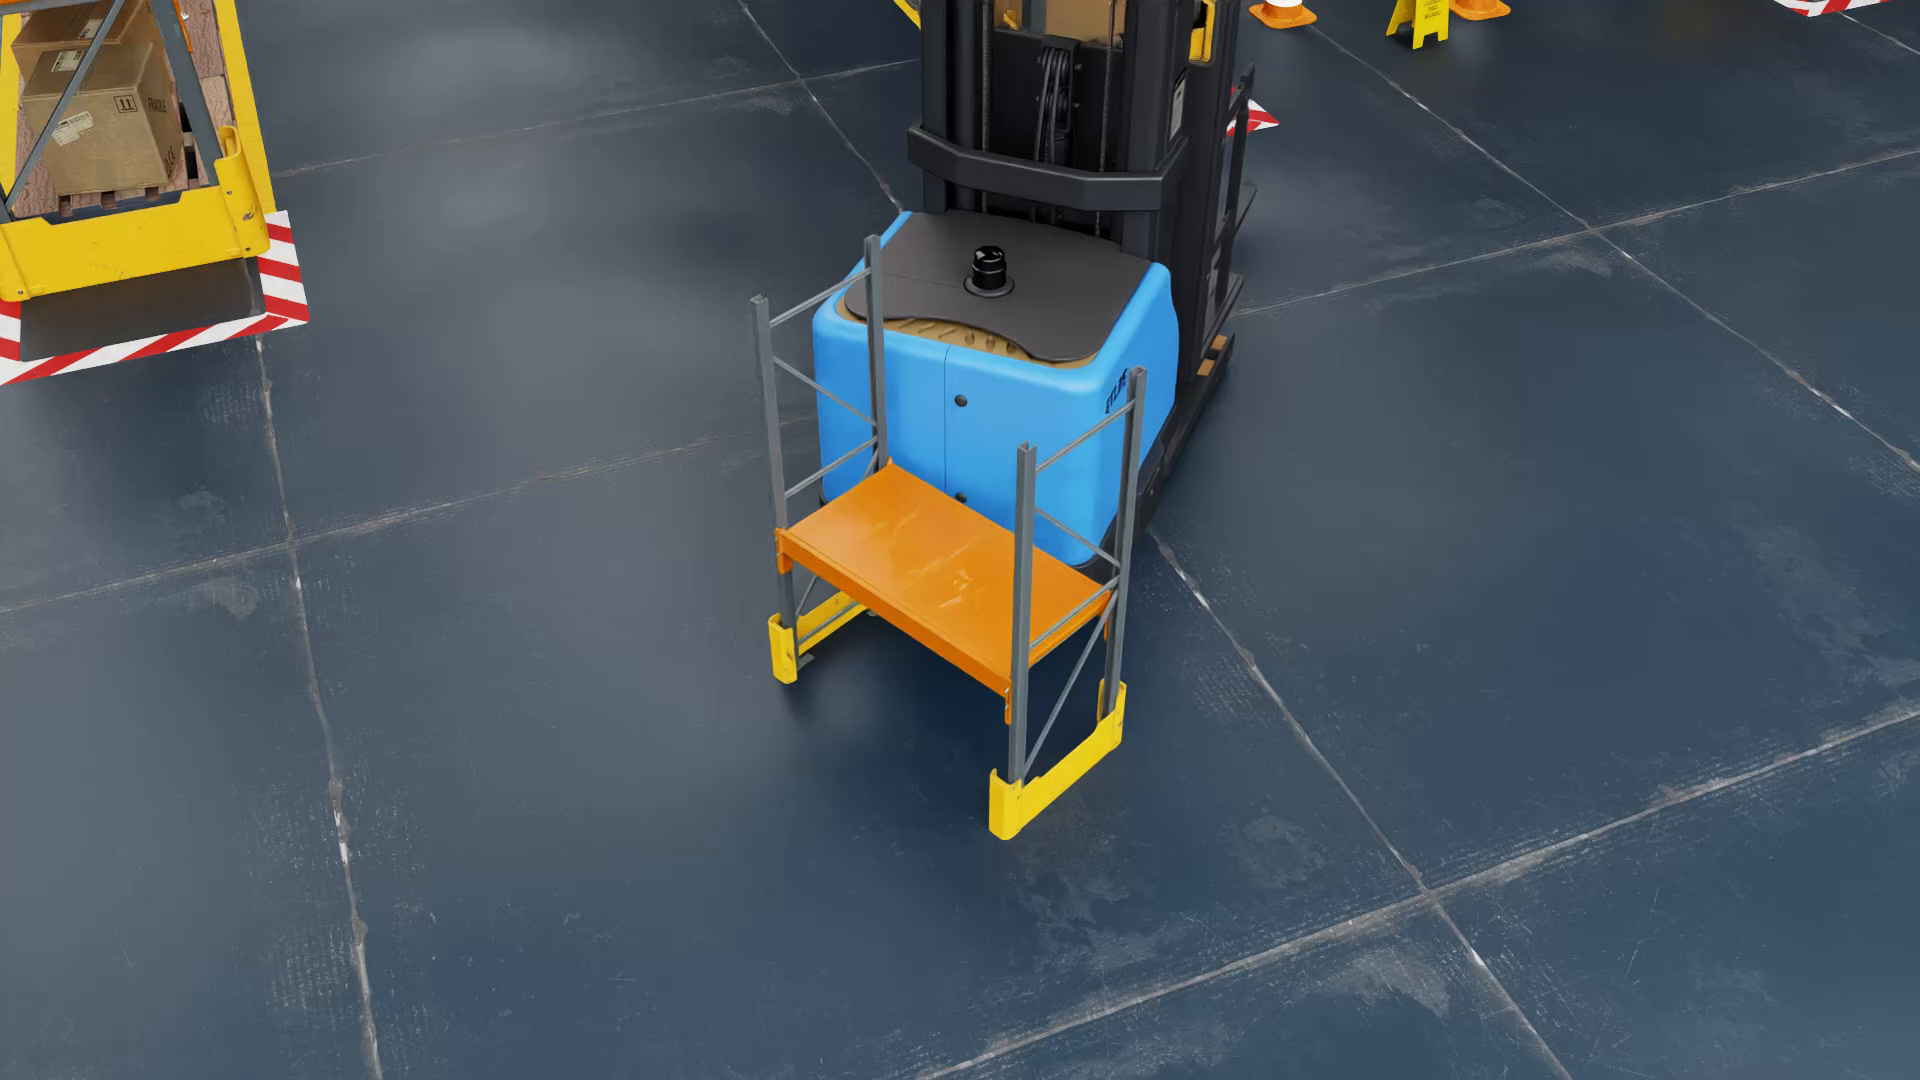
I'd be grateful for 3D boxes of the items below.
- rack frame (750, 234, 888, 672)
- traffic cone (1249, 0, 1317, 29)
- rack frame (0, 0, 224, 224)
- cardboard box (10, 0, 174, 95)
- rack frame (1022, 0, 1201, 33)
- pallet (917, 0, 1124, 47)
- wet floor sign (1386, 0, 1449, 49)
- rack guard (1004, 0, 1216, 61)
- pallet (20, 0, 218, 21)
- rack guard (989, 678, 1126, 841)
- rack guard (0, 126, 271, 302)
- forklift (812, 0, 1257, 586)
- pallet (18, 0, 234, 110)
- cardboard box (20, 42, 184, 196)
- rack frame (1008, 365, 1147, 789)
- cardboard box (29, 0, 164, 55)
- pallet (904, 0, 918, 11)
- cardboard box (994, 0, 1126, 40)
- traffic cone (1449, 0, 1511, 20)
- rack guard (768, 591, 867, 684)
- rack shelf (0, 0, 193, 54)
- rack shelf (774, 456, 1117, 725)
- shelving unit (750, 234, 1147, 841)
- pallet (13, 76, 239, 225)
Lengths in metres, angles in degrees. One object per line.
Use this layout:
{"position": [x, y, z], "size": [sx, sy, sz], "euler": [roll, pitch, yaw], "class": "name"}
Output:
{"position": [-0.421, -0.230, 5.367], "size": [0.032, 1.500, 0.500], "euler": [31, 50, 31], "class": "rack frame"}
{"position": [1.915, -3.290, 9.721], "size": [0.336, 0.463, 0.334], "euler": [-15, 43, -17], "class": "traffic cone"}
{"position": [-3.815, -2.401, 6.741], "size": [1.000, 3.000, 0.127], "euler": [-15, 43, -17], "class": "rack frame"}
{"position": [-4.299, -2.344, 8.271], "size": [0.500, 0.500, 0.500], "euler": [-5, 41, -6], "class": "cardboard box"}
{"position": [0.806, -3.577, 8.110], "size": [1.000, 3.000, 0.127], "euler": [-15, 43, -17], "class": "rack frame"}
{"position": [0.428, -2.982, 9.556], "size": [1.003, 0.211, 1.213], "euler": [-15, 43, -17], "class": "pallet"}
{"position": [2.647, -3.161, 9.431], "size": [0.267, 0.644, 0.232], "euler": [-23, 46, -24], "class": "wet floor sign"}
{"position": [0.815, -2.615, 8.908], "size": [1.175, 0.500, 0.348], "euler": [-15, 43, -17], "class": "rack guard"}
{"position": [-5.056, -3.357, 9.992], "size": [1.003, 0.211, 1.213], "euler": [-15, 43, -17], "class": "pallet"}
{"position": [0.311, 0.686, 5.261], "size": [0.087, 0.250, 0.587], "euler": [31, 50, 31], "class": "rack guard"}
{"position": [-3.844, -1.499, 7.610], "size": [1.175, 0.500, 0.348], "euler": [-15, 43, -17], "class": "rack guard"}
{"position": [0.519, -1.798, 6.093], "size": [1.130, 2.935, 3.031], "euler": [15, 43, 17], "class": "forklift"}
{"position": [-4.585, -2.621, 9.136], "size": [1.003, 0.211, 1.213], "euler": [-15, 43, -17], "class": "pallet"}
{"position": [-4.038, -1.993, 7.862], "size": [0.500, 0.500, 0.500], "euler": [-8, 41, -9], "class": "cardboard box"}
{"position": [0.325, 0.220, 4.844], "size": [0.032, 1.500, 0.500], "euler": [31, 50, 31], "class": "rack frame"}
{"position": [-4.521, -2.726, 8.715], "size": [0.500, 0.500, 0.500], "euler": [-11, 42, -13], "class": "cardboard box"}
{"position": [-0.035, -3.716, 10.409], "size": [1.003, 0.211, 1.213], "euler": [-15, 43, -17], "class": "pallet"}
{"position": [0.486, -3.323, 9.121], "size": [0.875, 0.875, 0.875], "euler": [-15, 43, -17], "class": "cardboard box"}
{"position": [3.089, -3.367, 9.810], "size": [0.336, 0.463, 0.334], "euler": [-15, 43, -17], "class": "traffic cone"}
{"position": [-0.420, 0.244, 5.774], "size": [0.087, 0.250, 0.587], "euler": [31, 50, 31], "class": "rack guard"}
{"position": [-4.580, -3.333, 8.377], "size": [1.077, 0.370, 4.000], "euler": [-15, 43, -17], "class": "rack shelf"}
{"position": [-0.048, 0.131, 5.223], "size": [1.000, 0.185, 0.538], "euler": [31, 50, 31], "class": "rack shelf"}
{"position": [-0.054, -0.009, 5.110], "size": [1.083, 1.500, 0.587], "euler": [31, 50, 31], "class": "shelving unit"}
{"position": [-4.122, -1.888, 8.283], "size": [1.003, 0.211, 1.213], "euler": [-15, 43, -17], "class": "pallet"}
